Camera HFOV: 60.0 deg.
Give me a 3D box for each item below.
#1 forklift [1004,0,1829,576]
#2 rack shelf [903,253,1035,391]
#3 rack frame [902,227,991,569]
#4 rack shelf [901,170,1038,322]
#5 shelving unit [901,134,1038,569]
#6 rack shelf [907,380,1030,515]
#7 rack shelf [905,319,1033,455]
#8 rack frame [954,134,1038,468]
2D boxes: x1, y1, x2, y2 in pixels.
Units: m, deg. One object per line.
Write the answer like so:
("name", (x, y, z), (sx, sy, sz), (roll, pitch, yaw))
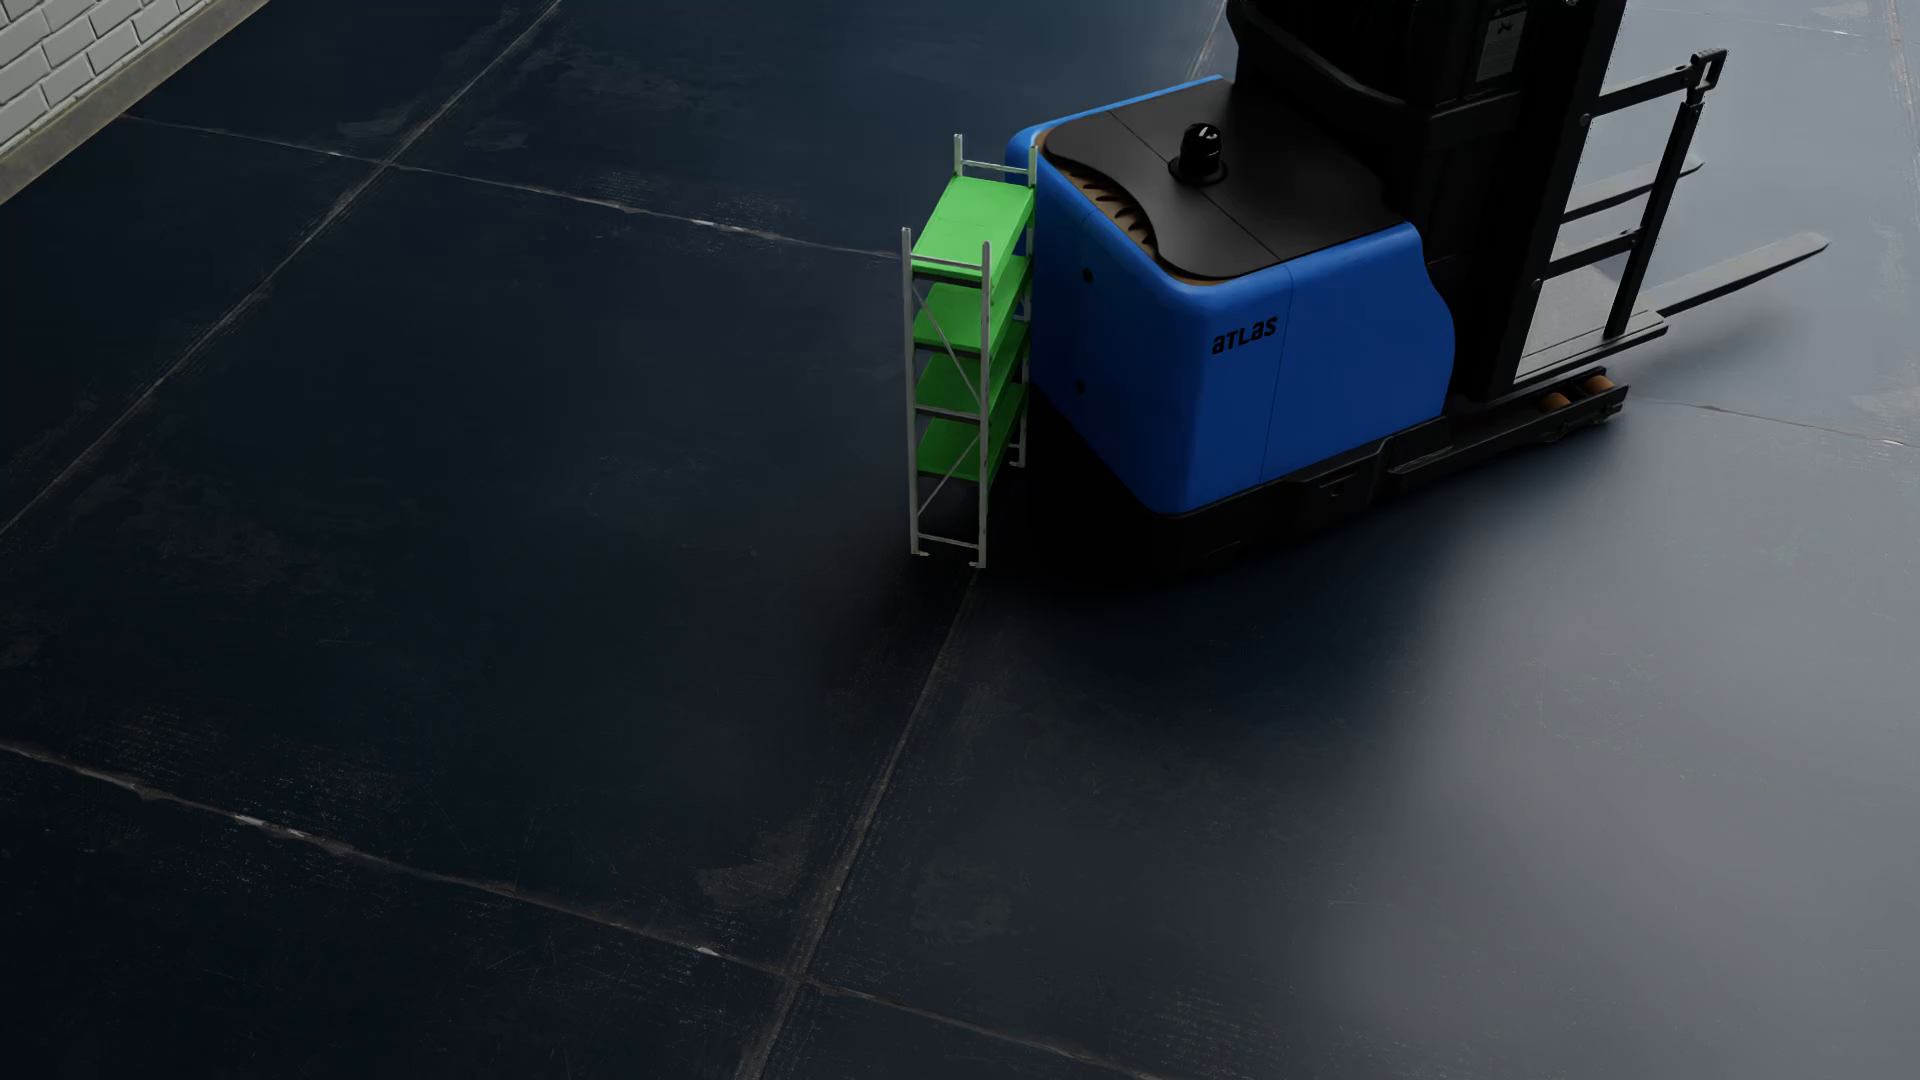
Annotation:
("forklift", (1.667, -1.681, 4.873), (3.031, 2.935, 1.130), (-20, 48, -20))
("rack shelf", (0.032, -0.656, 4.810), (0.258, 0.148, 0.480), (11, 46, 11))
("rack frame", (-0.036, -0.366, 4.766), (0.240, 1.200, 0.015), (11, 46, 11))
("rack shelf", (0.032, -0.827, 4.643), (0.258, 0.148, 0.480), (11, 46, 11))
("shelving unit", (0.032, -0.530, 4.934), (0.258, 1.200, 0.503), (11, 46, 11))
("rack shelf", (0.032, -0.313, 5.146), (0.258, 0.148, 0.480), (11, 46, 11))
("rack shelf", (0.032, -0.484, 4.978), (0.258, 0.148, 0.480), (11, 46, 11))
("rack frame", (0.100, -0.694, 5.101), (0.240, 1.200, 0.015), (11, 46, 11))
